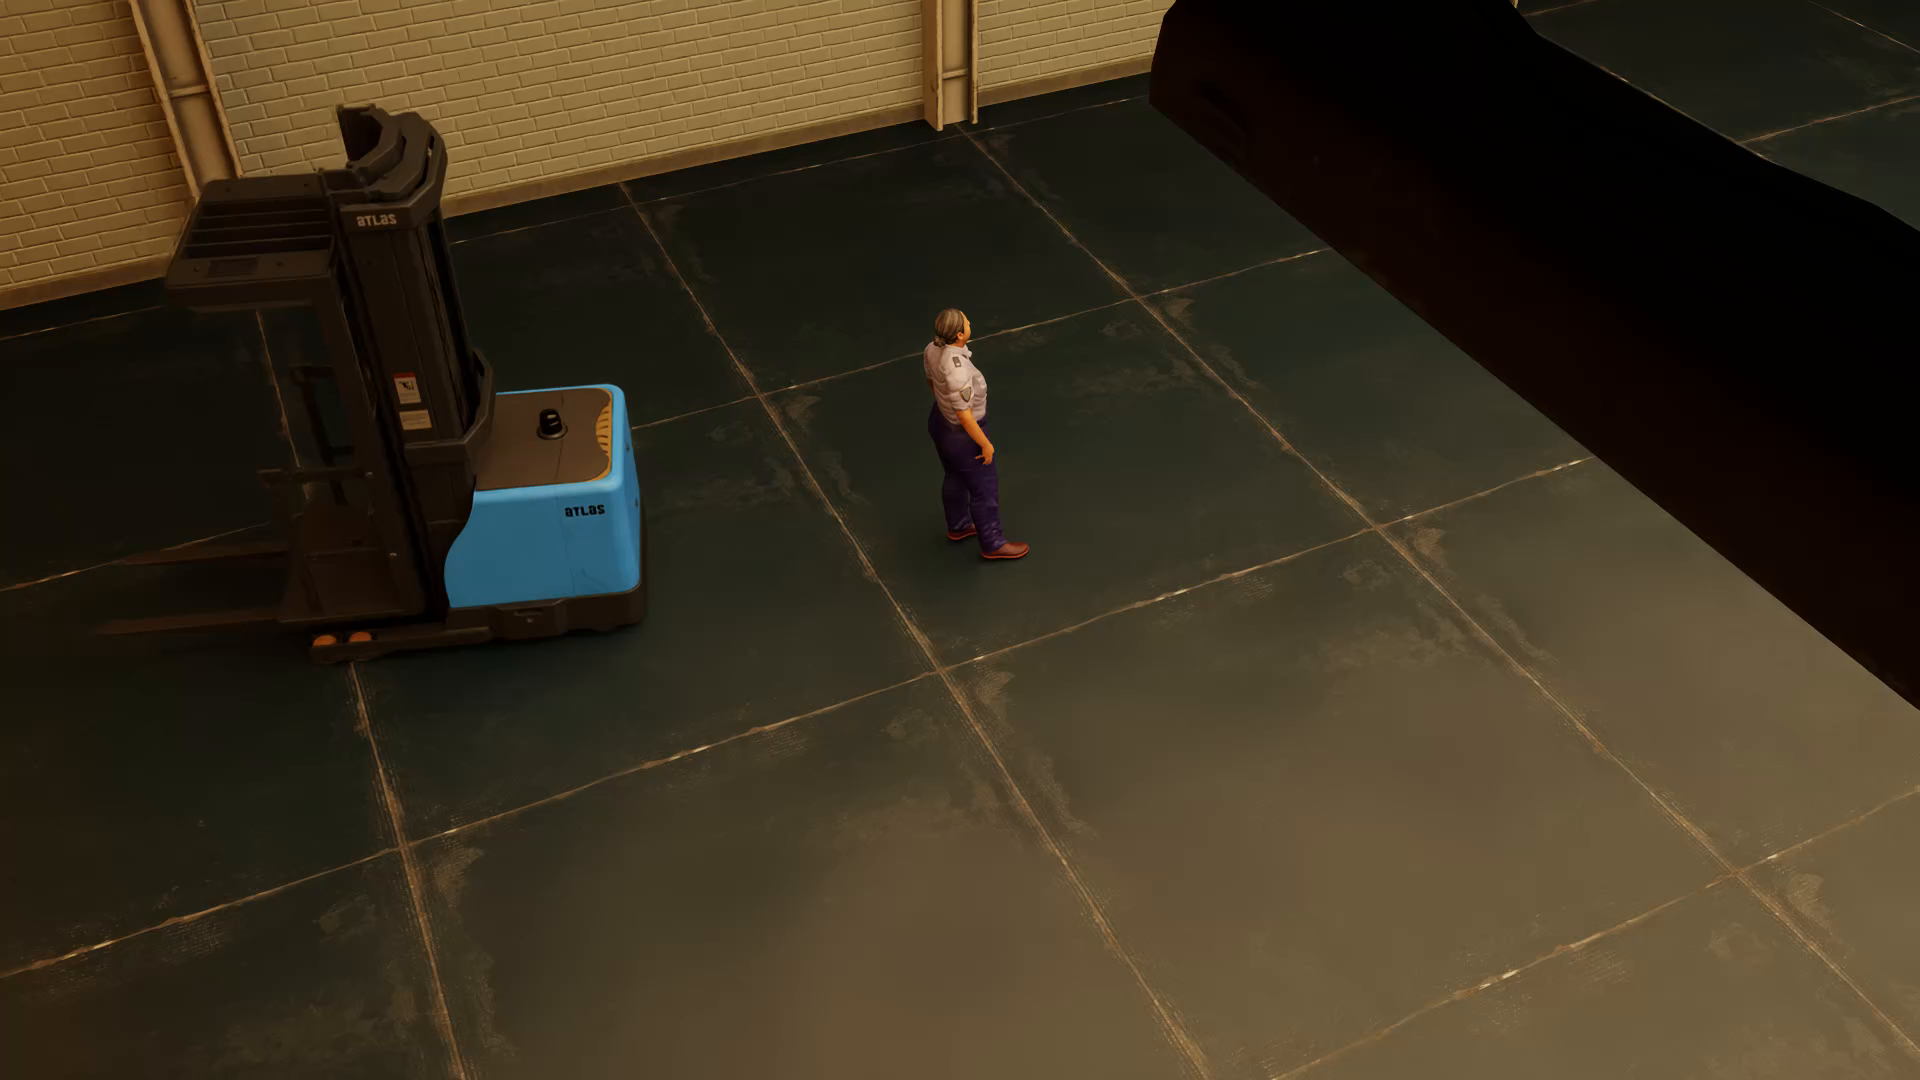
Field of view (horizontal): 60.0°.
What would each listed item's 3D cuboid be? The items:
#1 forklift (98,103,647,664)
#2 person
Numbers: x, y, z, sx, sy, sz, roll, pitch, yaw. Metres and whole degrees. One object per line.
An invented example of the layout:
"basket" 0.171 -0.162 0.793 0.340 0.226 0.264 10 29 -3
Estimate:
"forklift" -3.388 -0.783 8.954 3.031 2.935 1.130 -5 40 -6
"person" 0.092 -0.649 9.785 0.502 1.651 0.598 -17 43 -19
